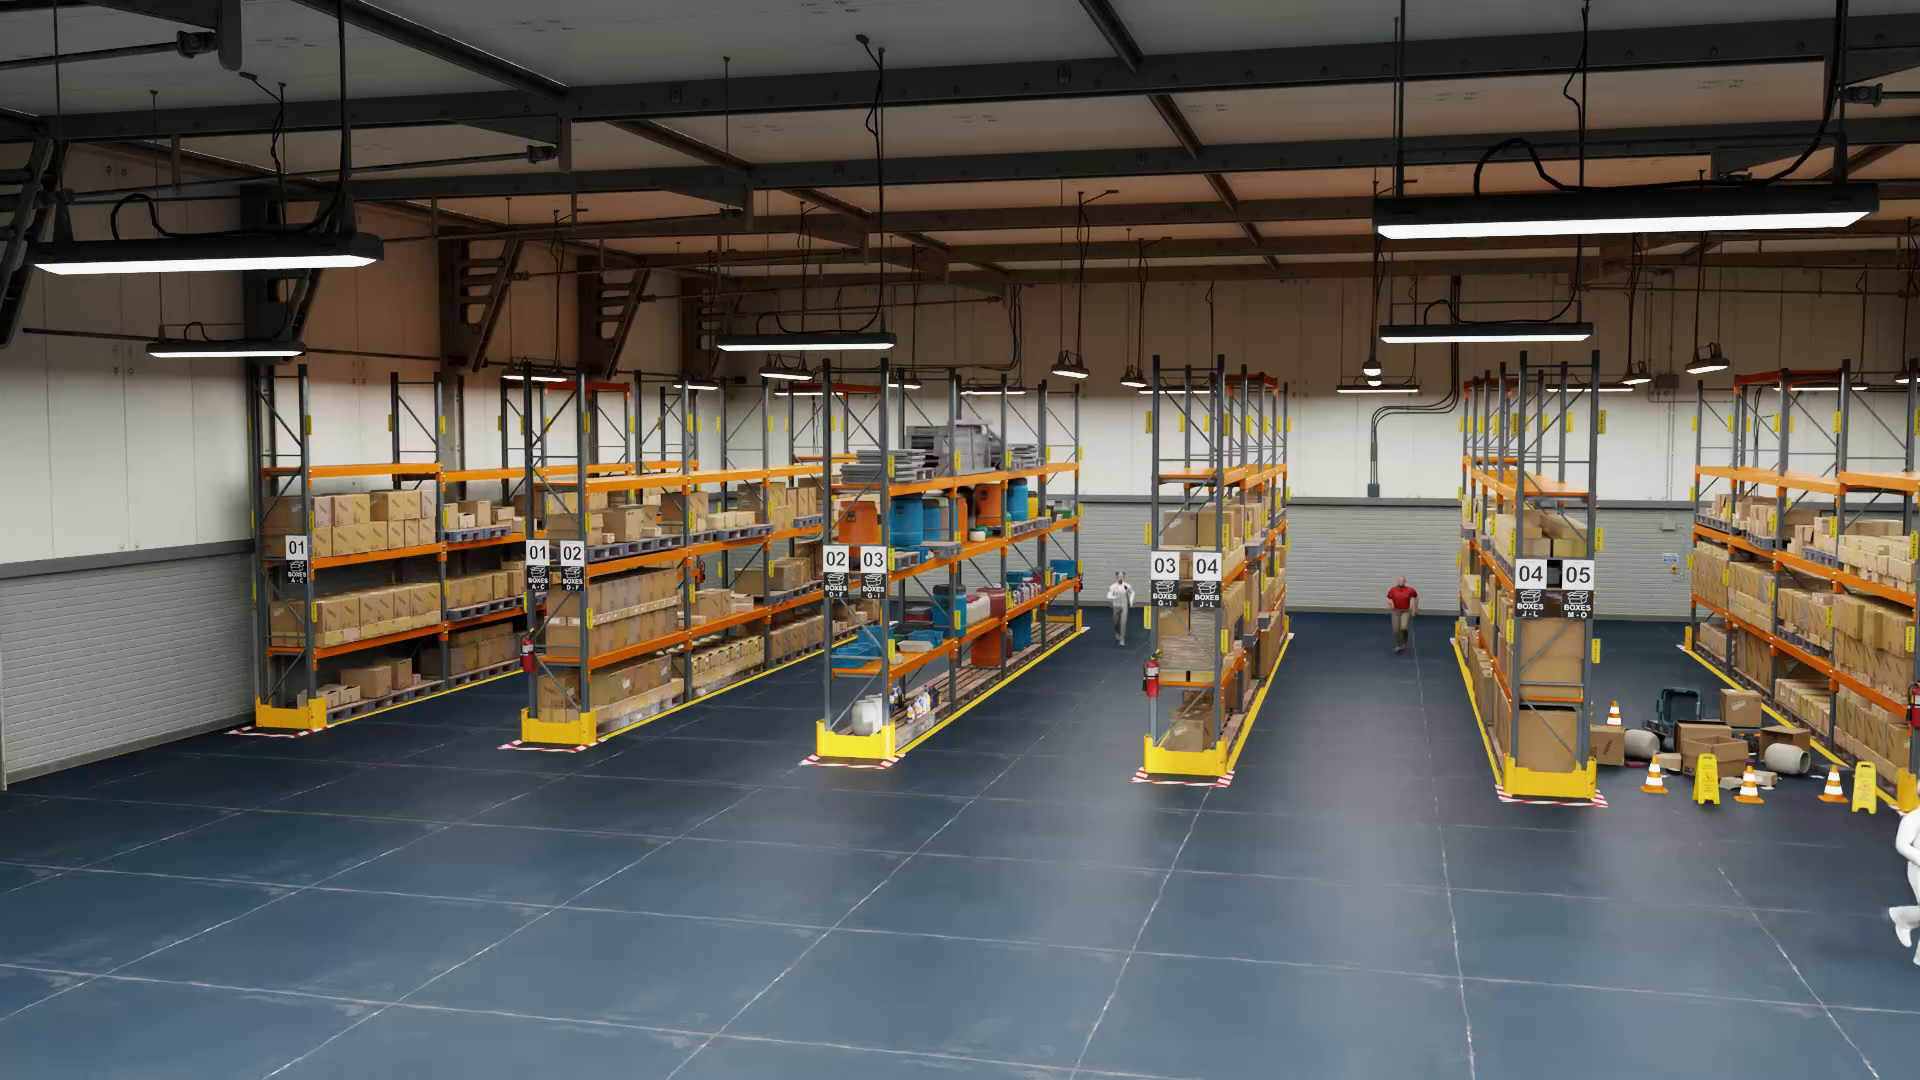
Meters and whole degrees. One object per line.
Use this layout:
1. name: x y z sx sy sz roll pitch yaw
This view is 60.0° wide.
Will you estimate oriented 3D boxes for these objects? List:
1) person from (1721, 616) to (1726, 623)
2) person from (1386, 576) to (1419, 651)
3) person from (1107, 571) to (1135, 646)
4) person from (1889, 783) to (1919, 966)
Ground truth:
1. person: 17.559 1.595 37.903 0.617 1.633 0.656 -3 5 -35
2. person: 9.759 1.631 36.756 0.679 1.671 0.696 2 4 25
3. person: 3.667 1.532 37.926 0.622 1.671 0.917 1 4 9
4. person: 8.894 3.086 15.365 0.712 1.739 0.652 -3 5 -34
